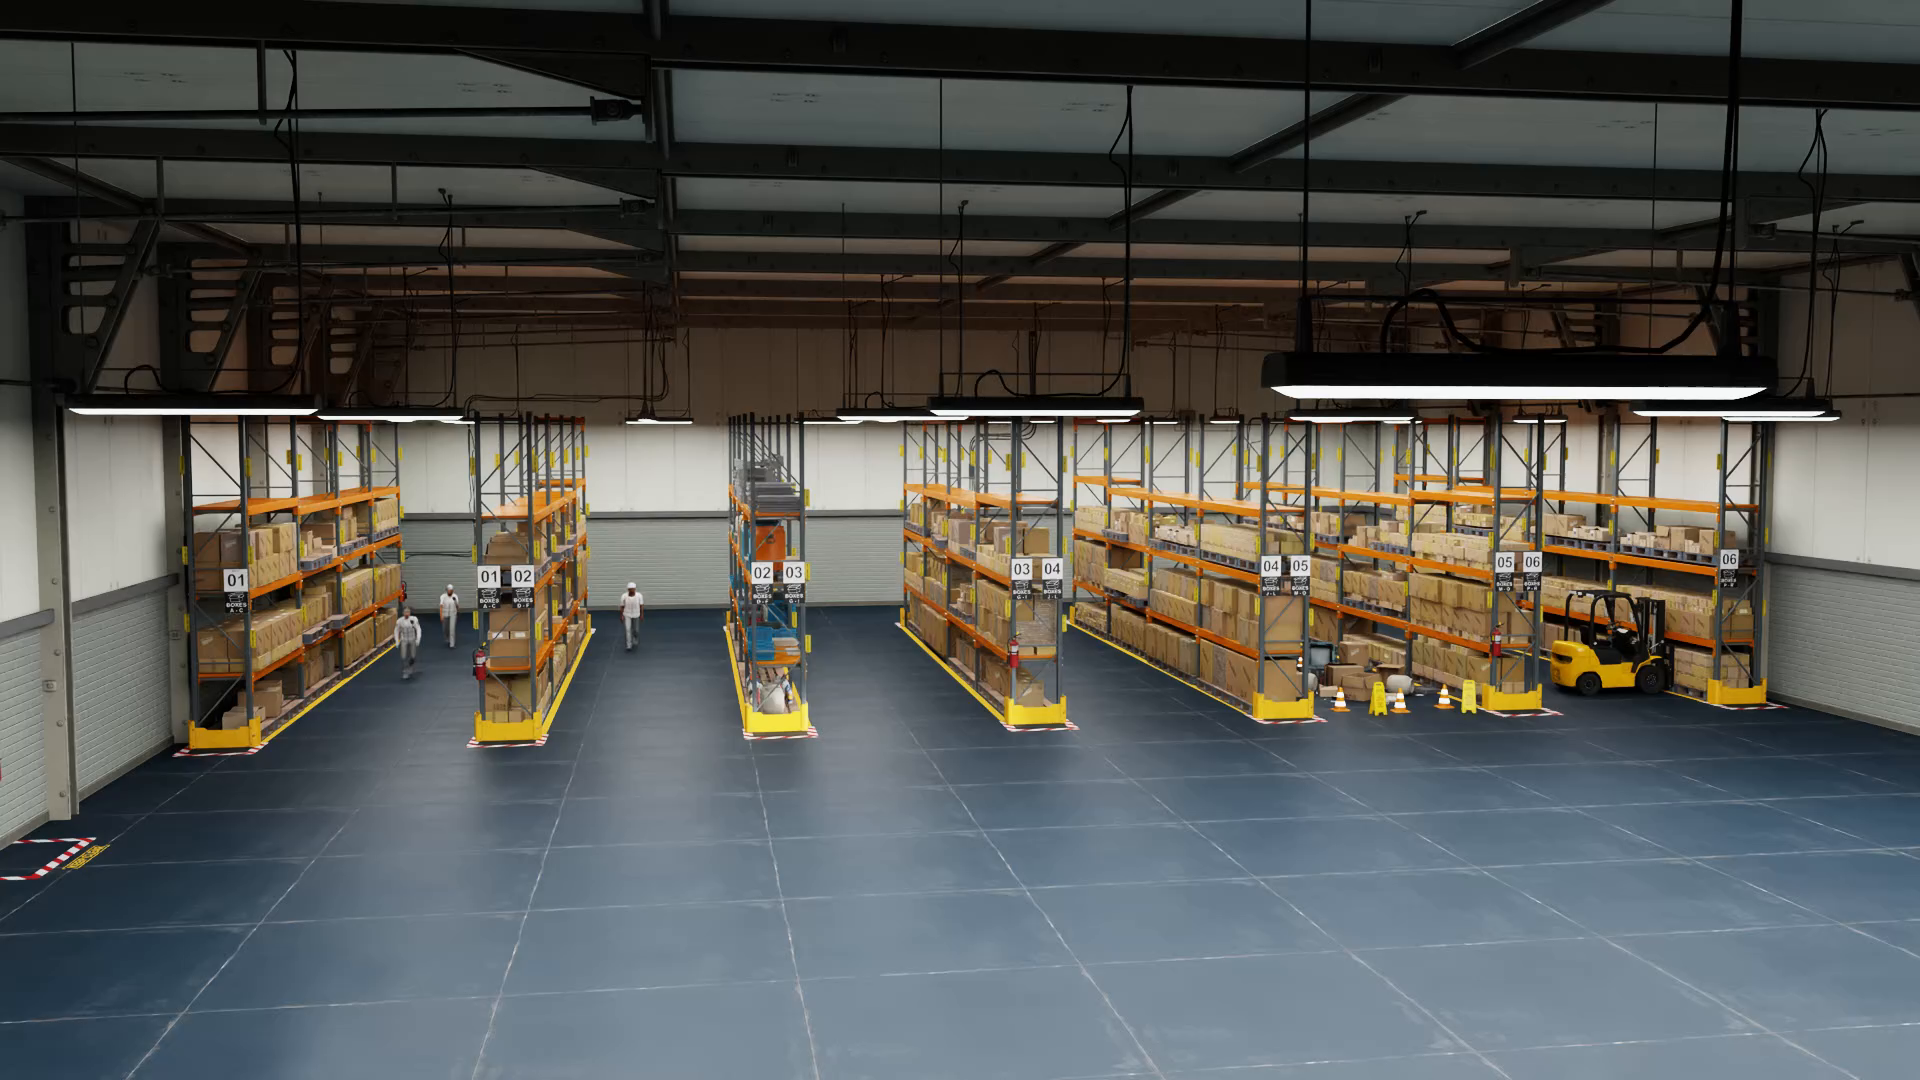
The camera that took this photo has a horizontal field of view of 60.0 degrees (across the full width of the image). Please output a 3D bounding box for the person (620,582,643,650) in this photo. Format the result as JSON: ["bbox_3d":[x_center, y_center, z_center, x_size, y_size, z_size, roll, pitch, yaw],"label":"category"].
[{"bbox_3d":[-8.466,1.941,42.905,0.581,1.724,0.979,-1,4,-13],"label":"person"}]

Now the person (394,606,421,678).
[{"bbox_3d":[-12.663,2.316,38.132,0.583,1.659,0.549,-1,4,-16],"label":"person"}]

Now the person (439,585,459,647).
[{"bbox_3d":[-13.299,1.957,43.316,0.479,1.602,1.043,-1,4,-10],"label":"person"}]
